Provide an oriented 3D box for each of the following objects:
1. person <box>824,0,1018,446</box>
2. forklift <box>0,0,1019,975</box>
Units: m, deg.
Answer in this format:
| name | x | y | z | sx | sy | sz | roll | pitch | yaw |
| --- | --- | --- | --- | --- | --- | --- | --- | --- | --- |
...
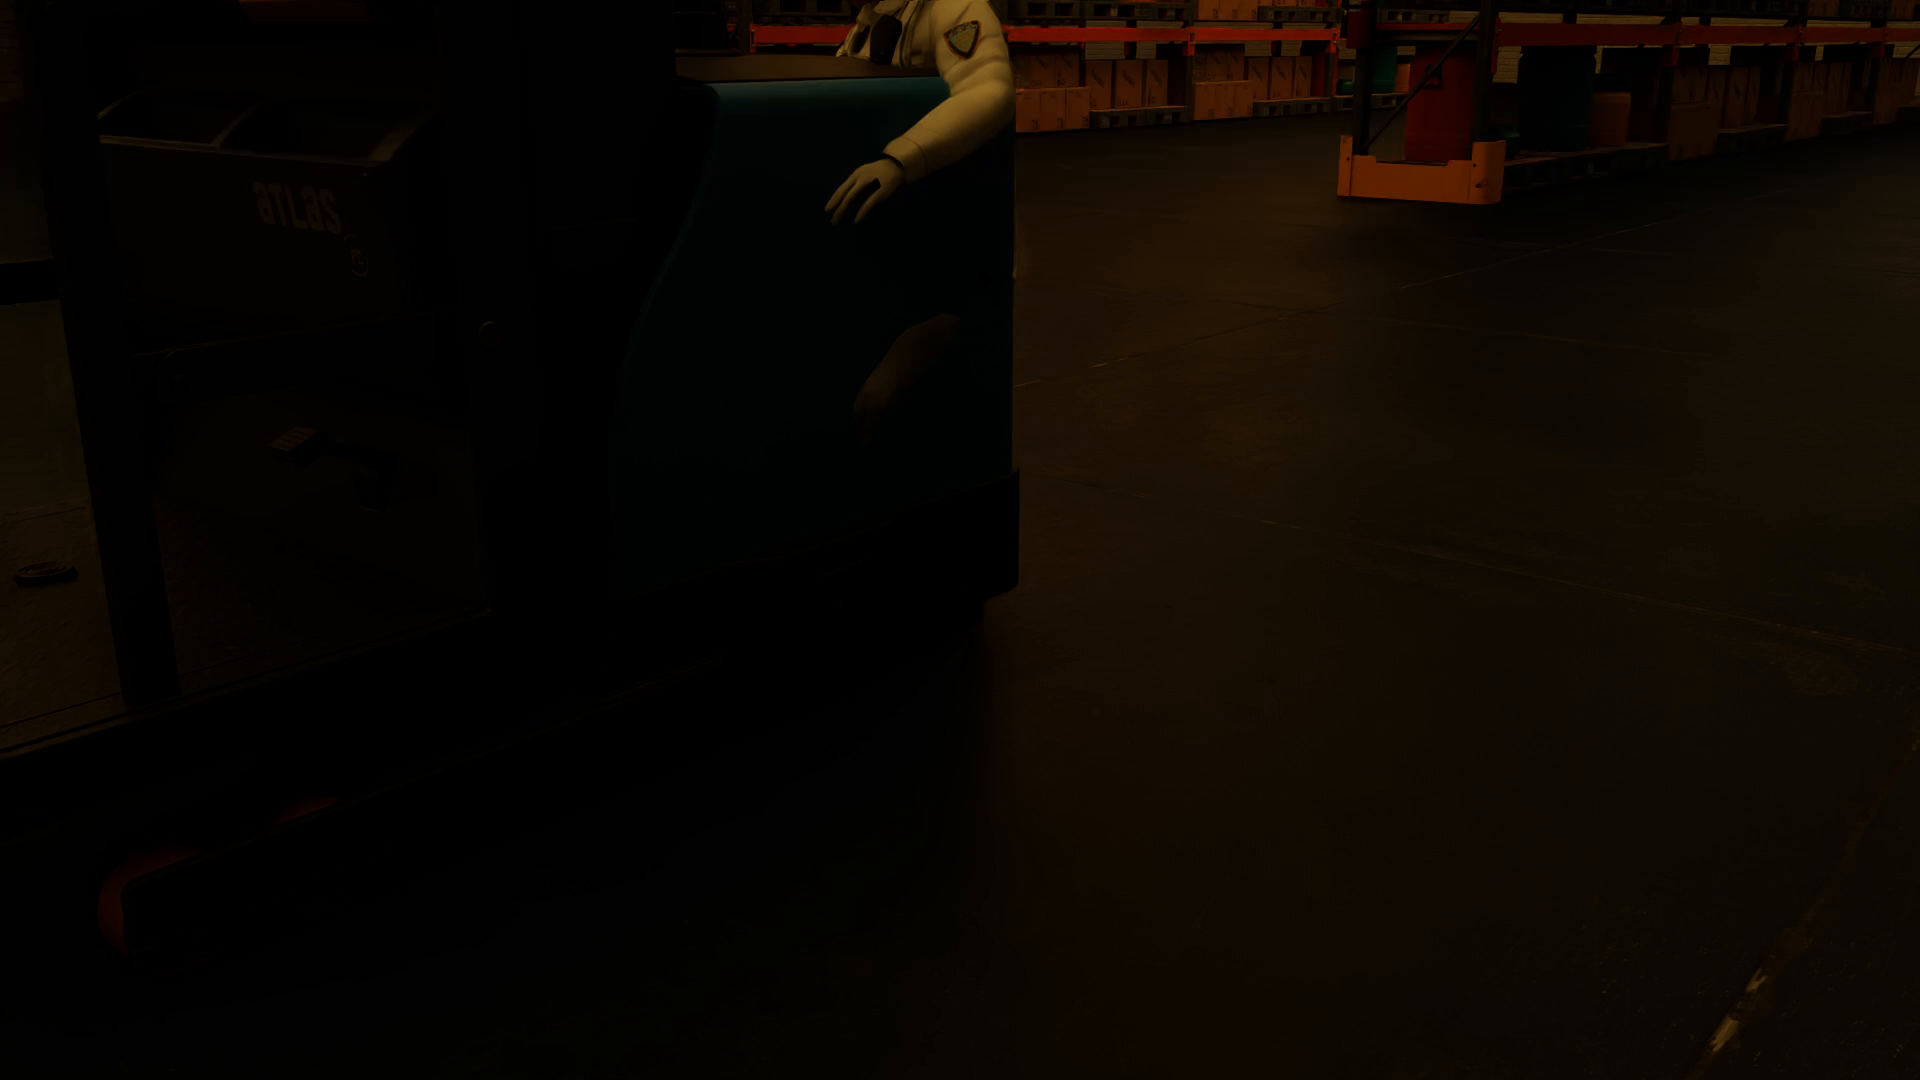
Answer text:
| name | x | y | z | sx | sy | sz | roll | pitch | yaw |
| --- | --- | --- | --- | --- | --- | --- | --- | --- | --- |
| person | -0.263 | -0.548 | 3.211 | 0.711 | 1.463 | 0.857 | -10 | 20 | -30 |
| forklift | -1.210 | -1.013 | 2.234 | 1.130 | 2.935 | 3.031 | 14 | 22 | 38 |
